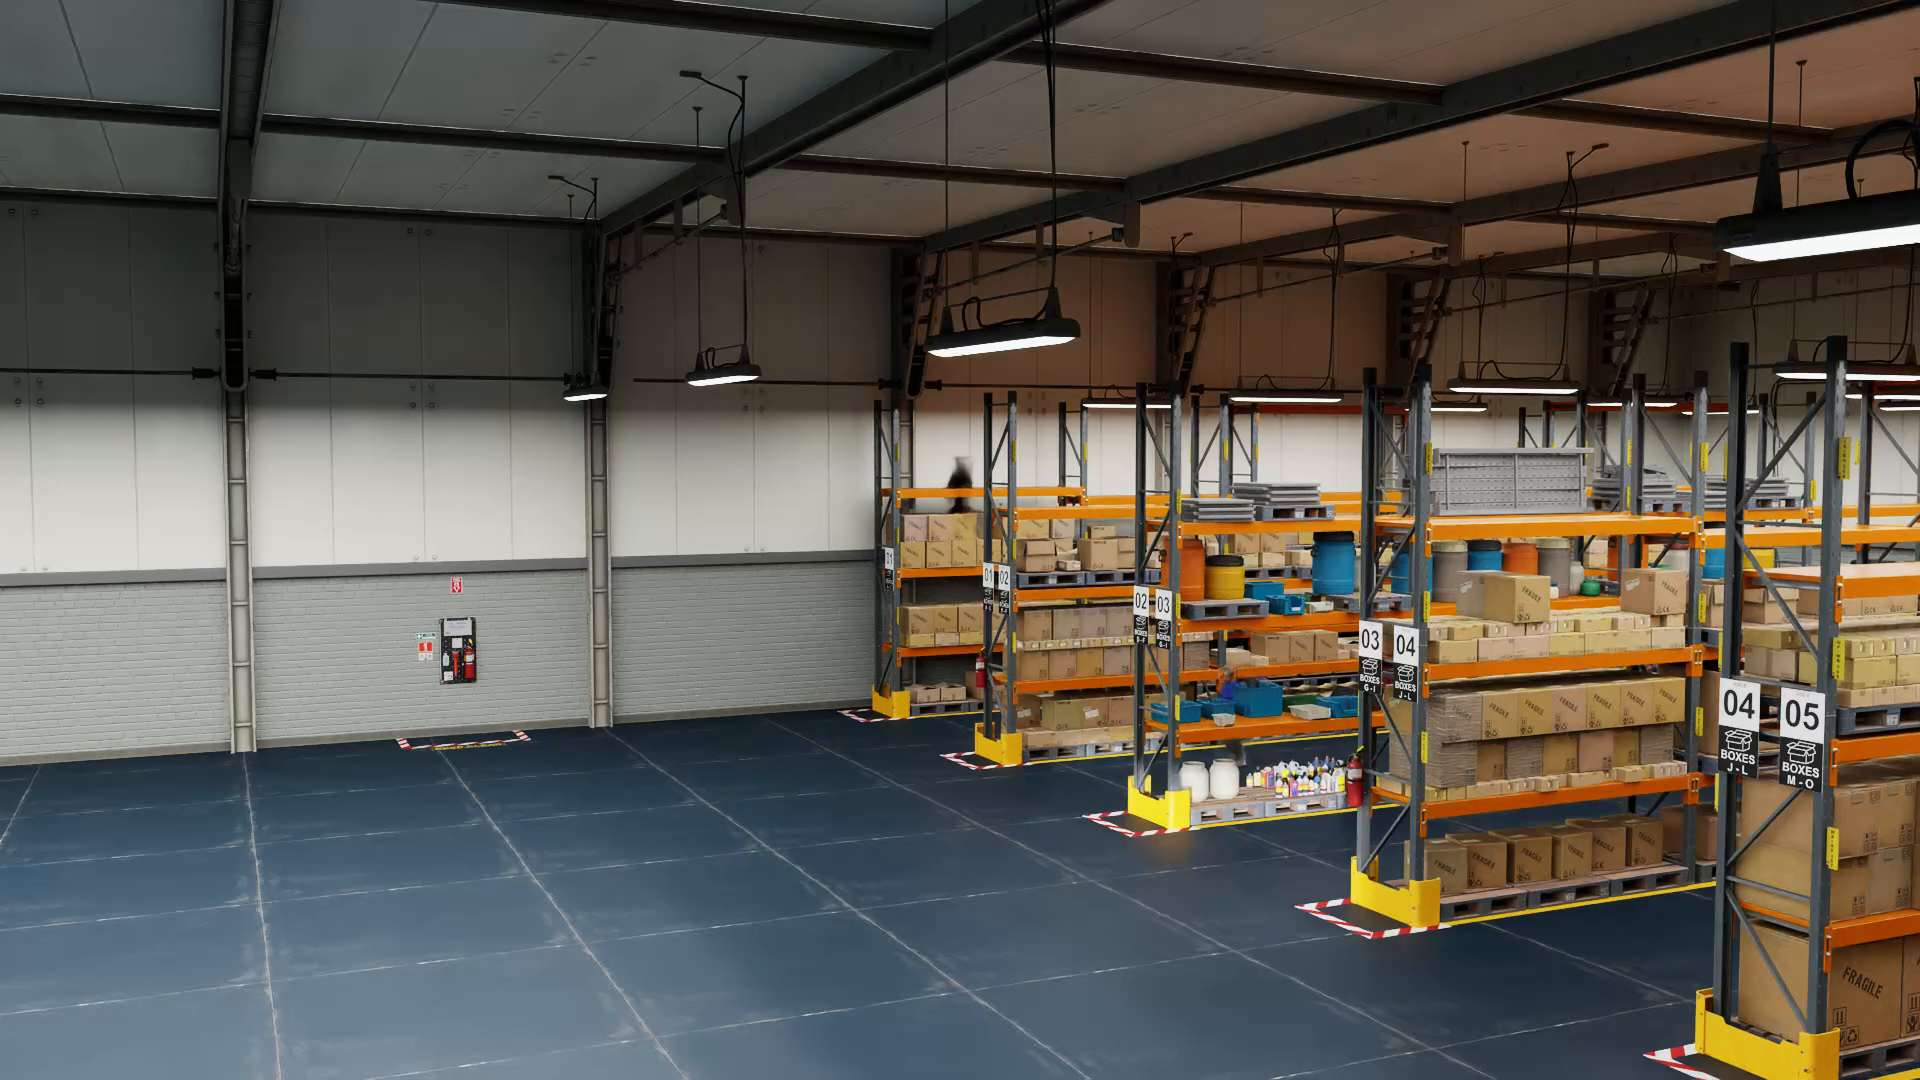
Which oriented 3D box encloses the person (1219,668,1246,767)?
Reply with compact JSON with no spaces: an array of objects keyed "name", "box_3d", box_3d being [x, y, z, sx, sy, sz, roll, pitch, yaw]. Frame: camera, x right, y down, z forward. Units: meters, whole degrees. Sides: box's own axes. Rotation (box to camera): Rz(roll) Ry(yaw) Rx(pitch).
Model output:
[{"name":"person","box_3d":[4.333,2.818,26.514,0.578,1.607,0.600,-1,4,-23]}]
